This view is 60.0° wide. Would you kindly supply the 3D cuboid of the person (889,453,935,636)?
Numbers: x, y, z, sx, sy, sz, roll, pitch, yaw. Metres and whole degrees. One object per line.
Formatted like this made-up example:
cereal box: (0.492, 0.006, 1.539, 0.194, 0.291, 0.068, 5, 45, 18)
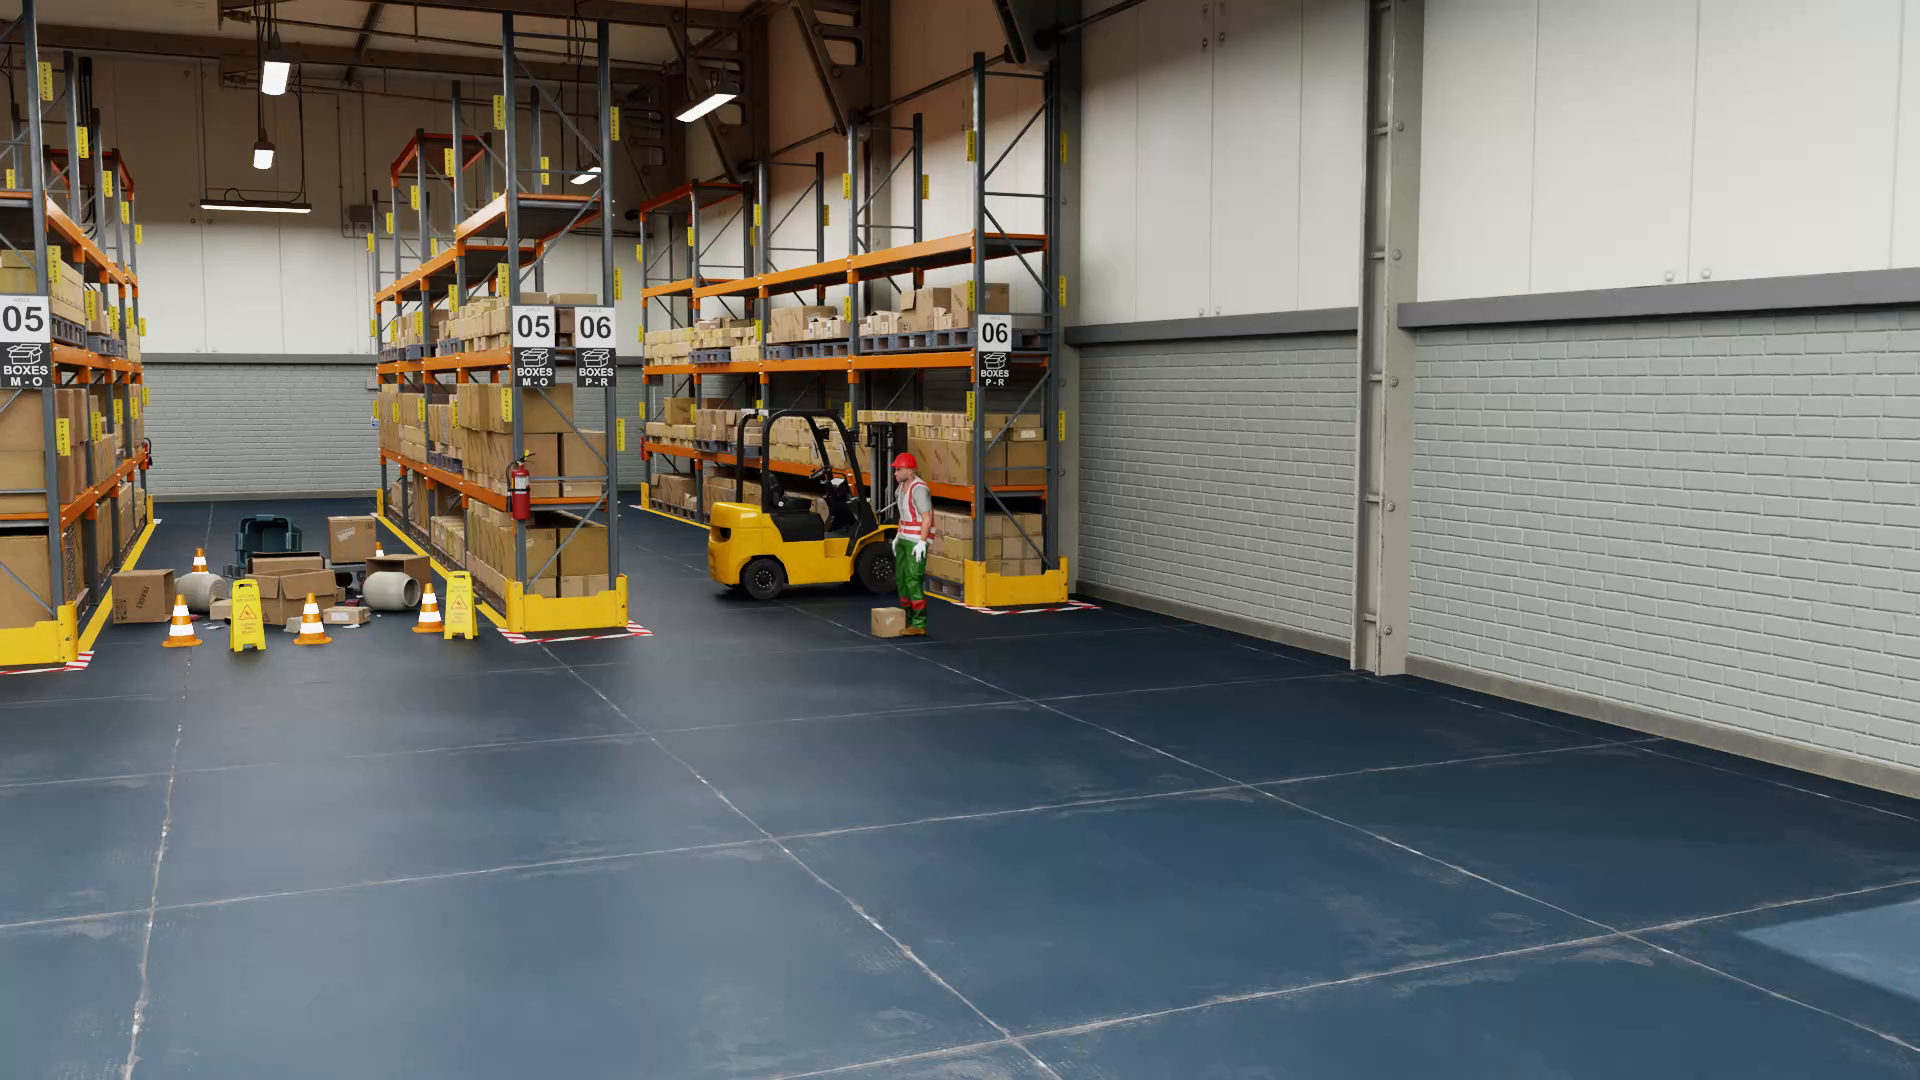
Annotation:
person: (-0.491, 0.035, 16.251, 0.453, 1.777, 0.609, -3, 6, -27)
